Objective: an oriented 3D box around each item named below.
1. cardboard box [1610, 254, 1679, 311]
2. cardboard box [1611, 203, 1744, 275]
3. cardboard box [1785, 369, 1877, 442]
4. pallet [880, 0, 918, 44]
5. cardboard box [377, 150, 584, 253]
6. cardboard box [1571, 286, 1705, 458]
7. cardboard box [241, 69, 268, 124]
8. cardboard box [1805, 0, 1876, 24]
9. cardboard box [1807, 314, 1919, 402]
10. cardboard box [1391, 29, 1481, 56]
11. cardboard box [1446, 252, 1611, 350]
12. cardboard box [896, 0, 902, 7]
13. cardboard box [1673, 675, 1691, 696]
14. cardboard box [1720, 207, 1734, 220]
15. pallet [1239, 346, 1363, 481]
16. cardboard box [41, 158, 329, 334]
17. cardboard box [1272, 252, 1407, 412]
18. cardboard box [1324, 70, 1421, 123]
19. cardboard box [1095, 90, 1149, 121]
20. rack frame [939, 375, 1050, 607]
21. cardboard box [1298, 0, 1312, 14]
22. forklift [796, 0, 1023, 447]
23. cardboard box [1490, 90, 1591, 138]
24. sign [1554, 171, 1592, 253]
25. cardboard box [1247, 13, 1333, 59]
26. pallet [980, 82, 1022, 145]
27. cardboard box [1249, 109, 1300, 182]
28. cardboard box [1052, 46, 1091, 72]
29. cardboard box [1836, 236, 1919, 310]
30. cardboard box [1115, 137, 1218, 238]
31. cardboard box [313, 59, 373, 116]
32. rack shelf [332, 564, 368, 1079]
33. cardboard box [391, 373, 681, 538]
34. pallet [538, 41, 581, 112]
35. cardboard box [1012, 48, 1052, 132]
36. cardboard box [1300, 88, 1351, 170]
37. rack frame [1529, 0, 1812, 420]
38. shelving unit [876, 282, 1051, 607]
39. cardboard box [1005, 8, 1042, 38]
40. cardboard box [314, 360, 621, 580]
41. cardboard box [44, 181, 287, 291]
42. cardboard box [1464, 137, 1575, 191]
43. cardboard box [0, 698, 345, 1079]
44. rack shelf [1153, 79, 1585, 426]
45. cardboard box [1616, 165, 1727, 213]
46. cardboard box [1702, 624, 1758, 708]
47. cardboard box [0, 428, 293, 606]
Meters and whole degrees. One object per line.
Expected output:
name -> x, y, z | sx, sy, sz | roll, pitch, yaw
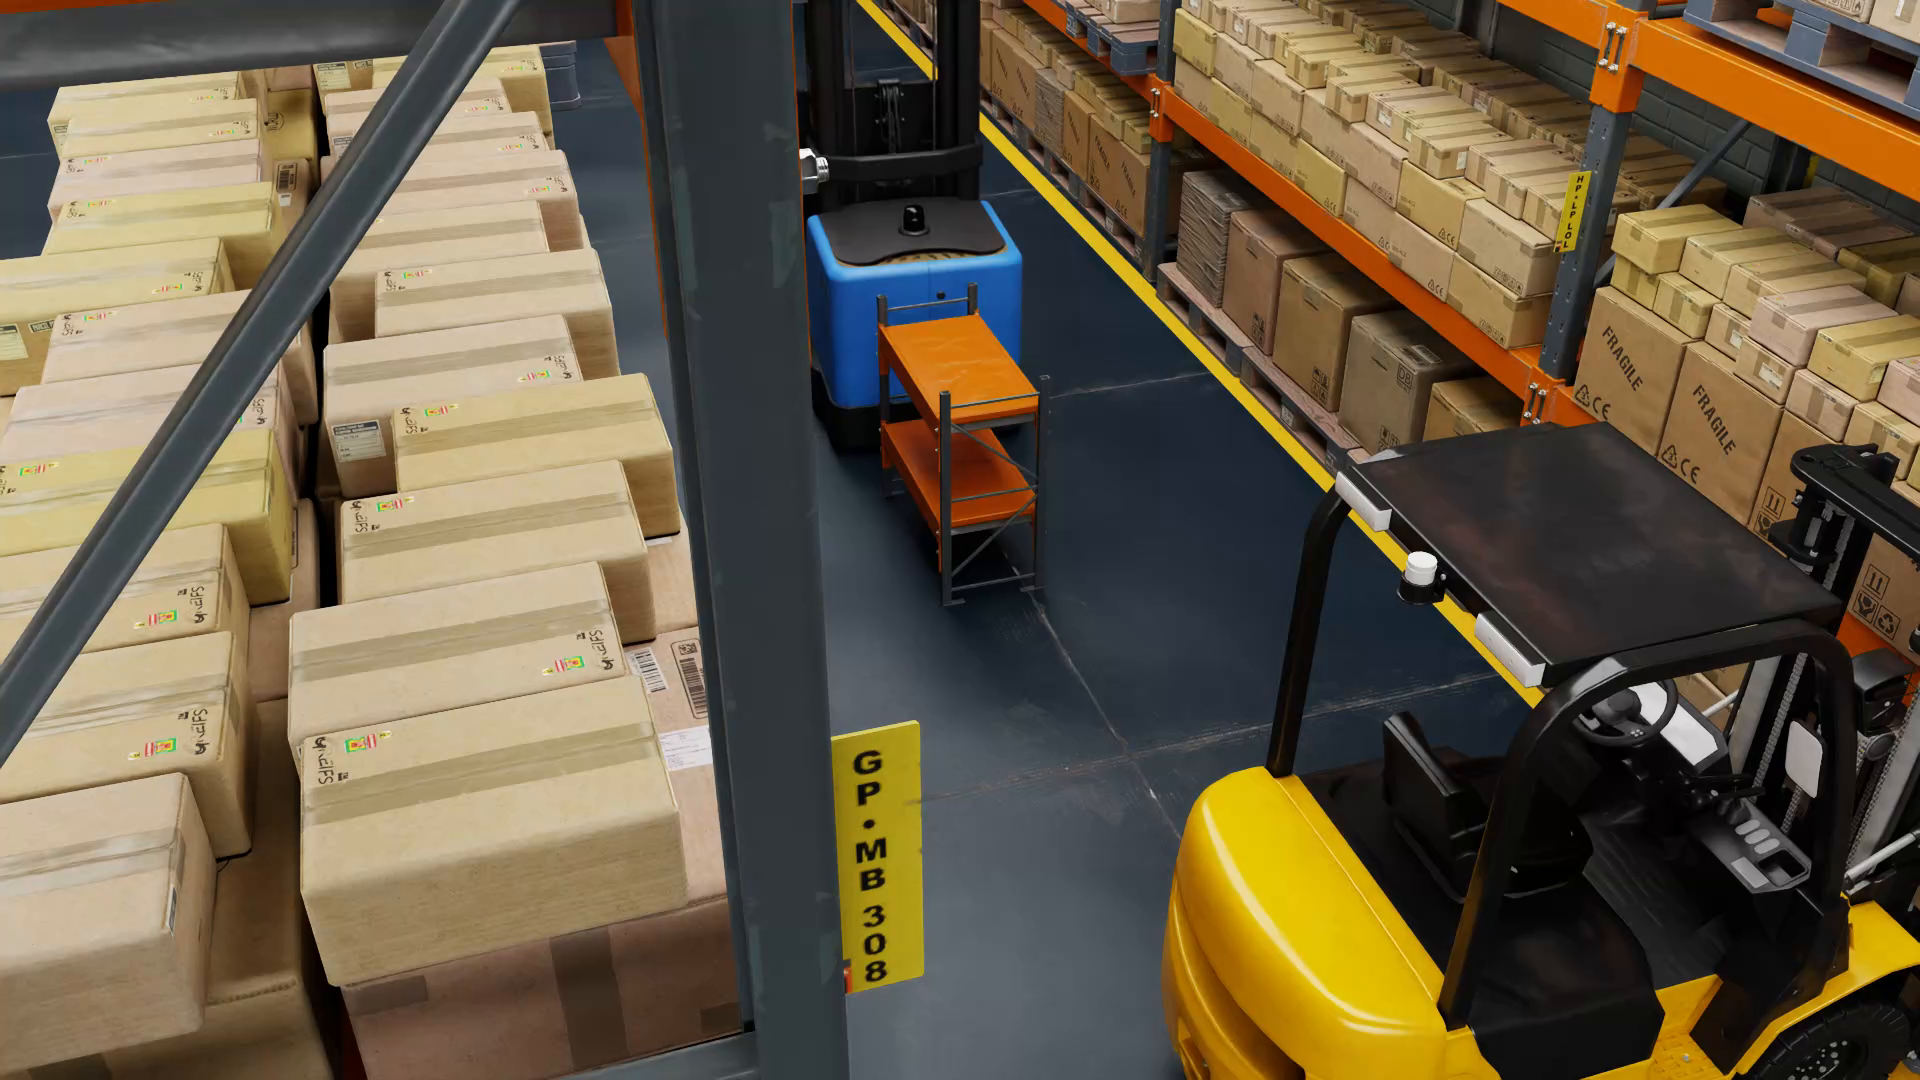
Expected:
cardboard box -> 2.752, -1.025, 6.402 | 0.380, 0.149, 0.250 | -11, 35, -15
cardboard box -> 2.720, -1.144, 6.311 | 0.380, 0.149, 0.250 | -9, 35, -14
cardboard box -> 3.022, -0.477, 5.573 | 0.380, 0.149, 0.250 | -10, 35, -15
pallet -> -0.119, -4.964, 15.570 | 1.003, 0.211, 1.213 | -10, 35, -15
cardboard box -> -0.952, -0.639, 3.281 | 0.380, 0.149, 0.250 | -10, 35, -14
cardboard box -> 2.792, -0.689, 6.482 | 0.500, 0.500, 0.500 | -11, 35, -16
cardboard box -> -1.857, -1.075, 3.940 | 0.380, 0.149, 0.250 | -11, 35, -16
cardboard box -> 2.927, -1.878, 5.259 | 0.500, 0.311, 0.500 | -9, 35, -14
cardboard box -> 3.058, -0.605, 5.496 | 0.380, 0.149, 0.250 | -11, 35, -15
cardboard box -> 2.487, -2.551, 8.710 | 0.380, 0.149, 0.250 | -11, 35, -16
cardboard box -> 2.502, -1.082, 7.303 | 0.500, 0.250, 0.500 | -9, 35, -14
cardboard box -> -0.369, -5.270, 15.391 | 0.500, 0.500, 0.500 | -9, 35, -14
cardboard box -> 2.914, 0.409, 6.570 | 0.500, 0.250, 0.500 | -10, 35, -15
cardboard box -> 2.995, -1.380, 7.300 | 0.500, 0.250, 0.500 | -11, 35, -16
pallet -> 2.267, -0.783, 9.243 | 1.003, 0.211, 1.213 | -10, 35, -15
cardboard box -> -1.641, -0.589, 3.566 | 0.500, 0.250, 0.500 | -10, 35, -14
cardboard box -> 2.275, -1.184, 9.094 | 0.875, 0.625, 0.625 | -11, 35, -17
cardboard box -> 2.017, -2.171, 8.135 | 0.380, 0.149, 0.250 | -11, 35, -16
cardboard box -> 1.142, -2.928, 11.258 | 0.380, 0.149, 0.250 | -11, 35, -16
rack frame -> 0.153, -0.206, 7.541 | 0.500, 1.125, 0.032 | -10, 35, -15
cardboard box -> 2.163, -3.082, 9.513 | 0.380, 0.149, 0.250 | -9, 35, -13
forklift -> -0.486, -2.522, 9.408 | 1.130, 2.935, 3.031 | -7, 34, -11
cardboard box -> 2.746, -2.004, 7.883 | 0.380, 0.149, 0.250 | -10, 35, -15
sign -> 2.391, -1.278, 6.485 | 0.100, 0.325, 0.005 | -10, 35, -15
cardboard box -> 1.779, -2.714, 8.958 | 0.380, 0.149, 0.250 | -10, 35, -14
pallet -> 0.749, -3.541, 13.417 | 1.003, 0.211, 1.213 | -10, 35, -15
cardboard box -> 1.900, -2.154, 8.925 | 0.500, 0.250, 0.500 | -11, 35, -16
cardboard box -> 0.889, -3.483, 12.098 | 0.380, 0.149, 0.250 | -10, 35, -15
cardboard box -> 3.421, -0.969, 6.046 | 0.380, 0.149, 0.250 | -10, 35, -15
cardboard box -> 1.351, -2.343, 10.961 | 0.500, 0.500, 0.500 | -9, 35, -13
cardboard box -> -1.370, -1.162, 4.072 | 0.380, 0.149, 0.250 | -9, 35, -14
rack shelf -> -1.211, 0.011, 3.444 | 1.077, 0.370, 4.000 | -10, 35, -15
cardboard box -> -0.630, -0.103, 2.470 | 0.380, 0.149, 0.250 | -10, 35, -15
pallet -> -1.908, -1.603, 5.404 | 1.213, 0.211, 1.003 | -10, 35, -15
cardboard box -> 0.718, -3.424, 12.598 | 0.500, 0.500, 0.500 | -11, 35, -16
cardboard box -> 2.062, -2.092, 8.377 | 0.500, 0.250, 0.500 | -10, 35, -14
rack frame -> 2.905, -0.924, 6.928 | 1.000, 3.000, 0.127 | -10, 35, -15
shelving unit -> -0.002, -0.473, 7.945 | 0.538, 1.125, 1.048 | -10, 35, -15
cardboard box -> 0.568, -4.029, 12.925 | 0.380, 0.149, 0.250 | -12, 35, -17
cardboard box -> -0.826, -0.143, 2.890 | 0.500, 0.250, 0.500 | -9, 35, -13
cardboard box -> -1.483, -0.545, 3.137 | 0.380, 0.149, 0.250 | -9, 35, -14
cardboard box -> 2.469, -1.649, 7.345 | 0.380, 0.149, 0.250 | -10, 35, -15
cardboard box -> -1.013, 0.476, 1.954 | 0.500, 0.250, 0.500 | -10, 35, -15
rack shelf -> 2.295, -1.674, 8.716 | 1.077, 0.370, 4.000 | -10, 35, -15
cardboard box -> 3.002, -1.457, 7.056 | 0.380, 0.149, 0.250 | -11, 35, -16
cardboard box -> 3.063, 0.467, 6.029 | 0.500, 0.250, 0.500 | -9, 34, -13
cardboard box -> -1.151, -0.010, 2.327 | 0.380, 0.149, 0.250 | -10, 35, -14
